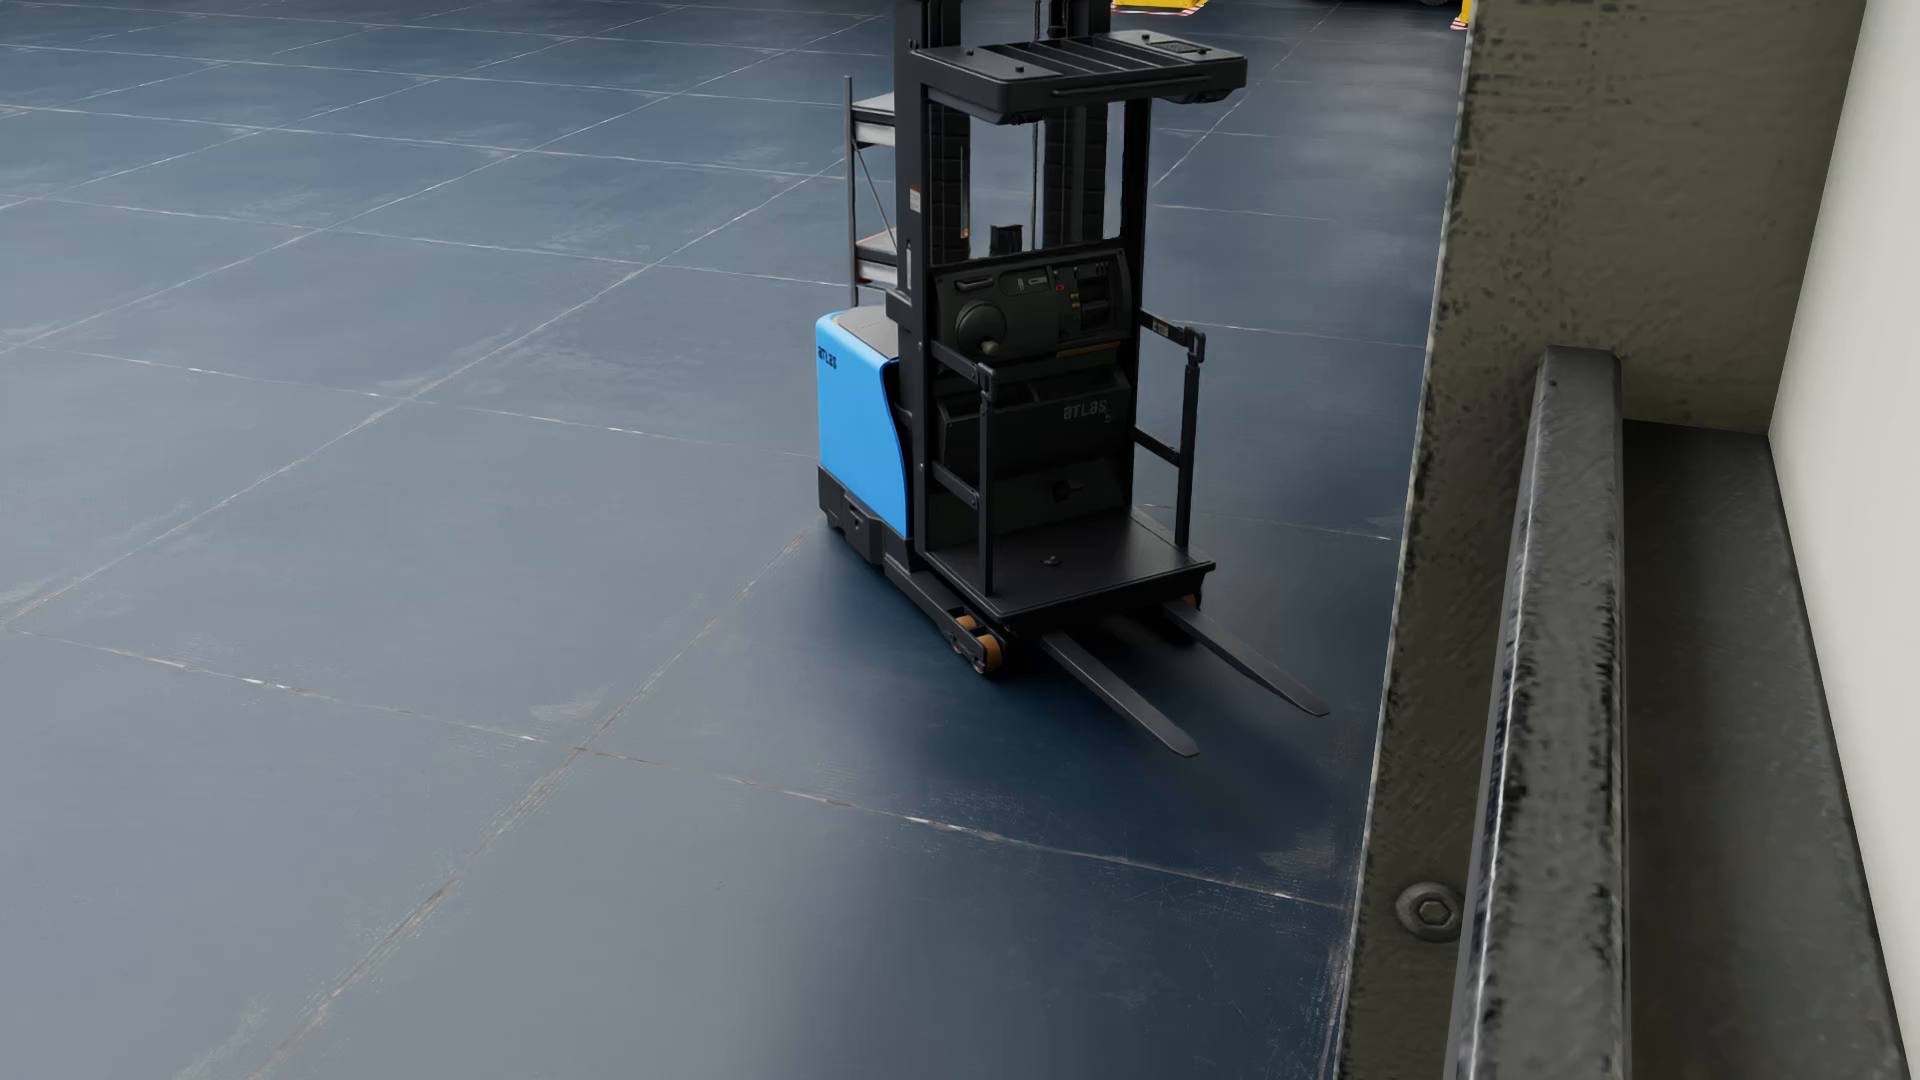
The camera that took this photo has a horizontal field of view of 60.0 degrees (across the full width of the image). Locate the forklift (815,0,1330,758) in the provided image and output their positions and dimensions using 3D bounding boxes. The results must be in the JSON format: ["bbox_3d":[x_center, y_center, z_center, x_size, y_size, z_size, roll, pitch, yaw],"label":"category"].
[{"bbox_3d":[0.419,-0.974,6.897,1.130,2.935,3.031,-13,29,-25],"label":"forklift"}]

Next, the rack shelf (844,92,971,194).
[{"bbox_3d":[-0.259,-1.972,8.338,0.431,0.518,0.480,17,30,31],"label":"rack shelf"}]

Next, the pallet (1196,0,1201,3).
[{"bbox_3d":[3.196,-8.342,25.237,1.003,0.211,1.213,9,27,17],"label":"pallet"}]

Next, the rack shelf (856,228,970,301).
[{"bbox_3d":[-0.259,-1.342,8.643,0.431,0.518,0.480,17,30,31],"label":"rack shelf"}]

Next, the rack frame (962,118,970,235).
[{"bbox_3d":[-0.121,-1.442,8.818,0.400,2.100,0.015,17,30,31],"label":"rack frame"}]

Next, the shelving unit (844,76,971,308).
[{"bbox_3d":[-0.259,-1.354,8.637,0.431,2.100,0.503,17,30,31],"label":"shelving unit"}]

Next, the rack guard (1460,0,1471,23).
[{"bbox_3d":[7.541,-7.384,22.927,1.175,0.500,0.348,9,27,17],"label":"rack guard"}]

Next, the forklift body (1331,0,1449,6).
[{"bbox_3d":[6.460,-9.181,24.744,2.313,2.155,1.214,9,27,17],"label":"forklift body"}]

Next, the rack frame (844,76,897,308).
[{"bbox_3d":[-0.396,-1.266,8.456,0.400,2.100,0.015,17,30,31],"label":"rack frame"}]

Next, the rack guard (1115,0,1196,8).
[{"bbox_3d":[2.892,-8.143,24.496,1.175,0.500,0.348,9,27,17],"label":"rack guard"}]
